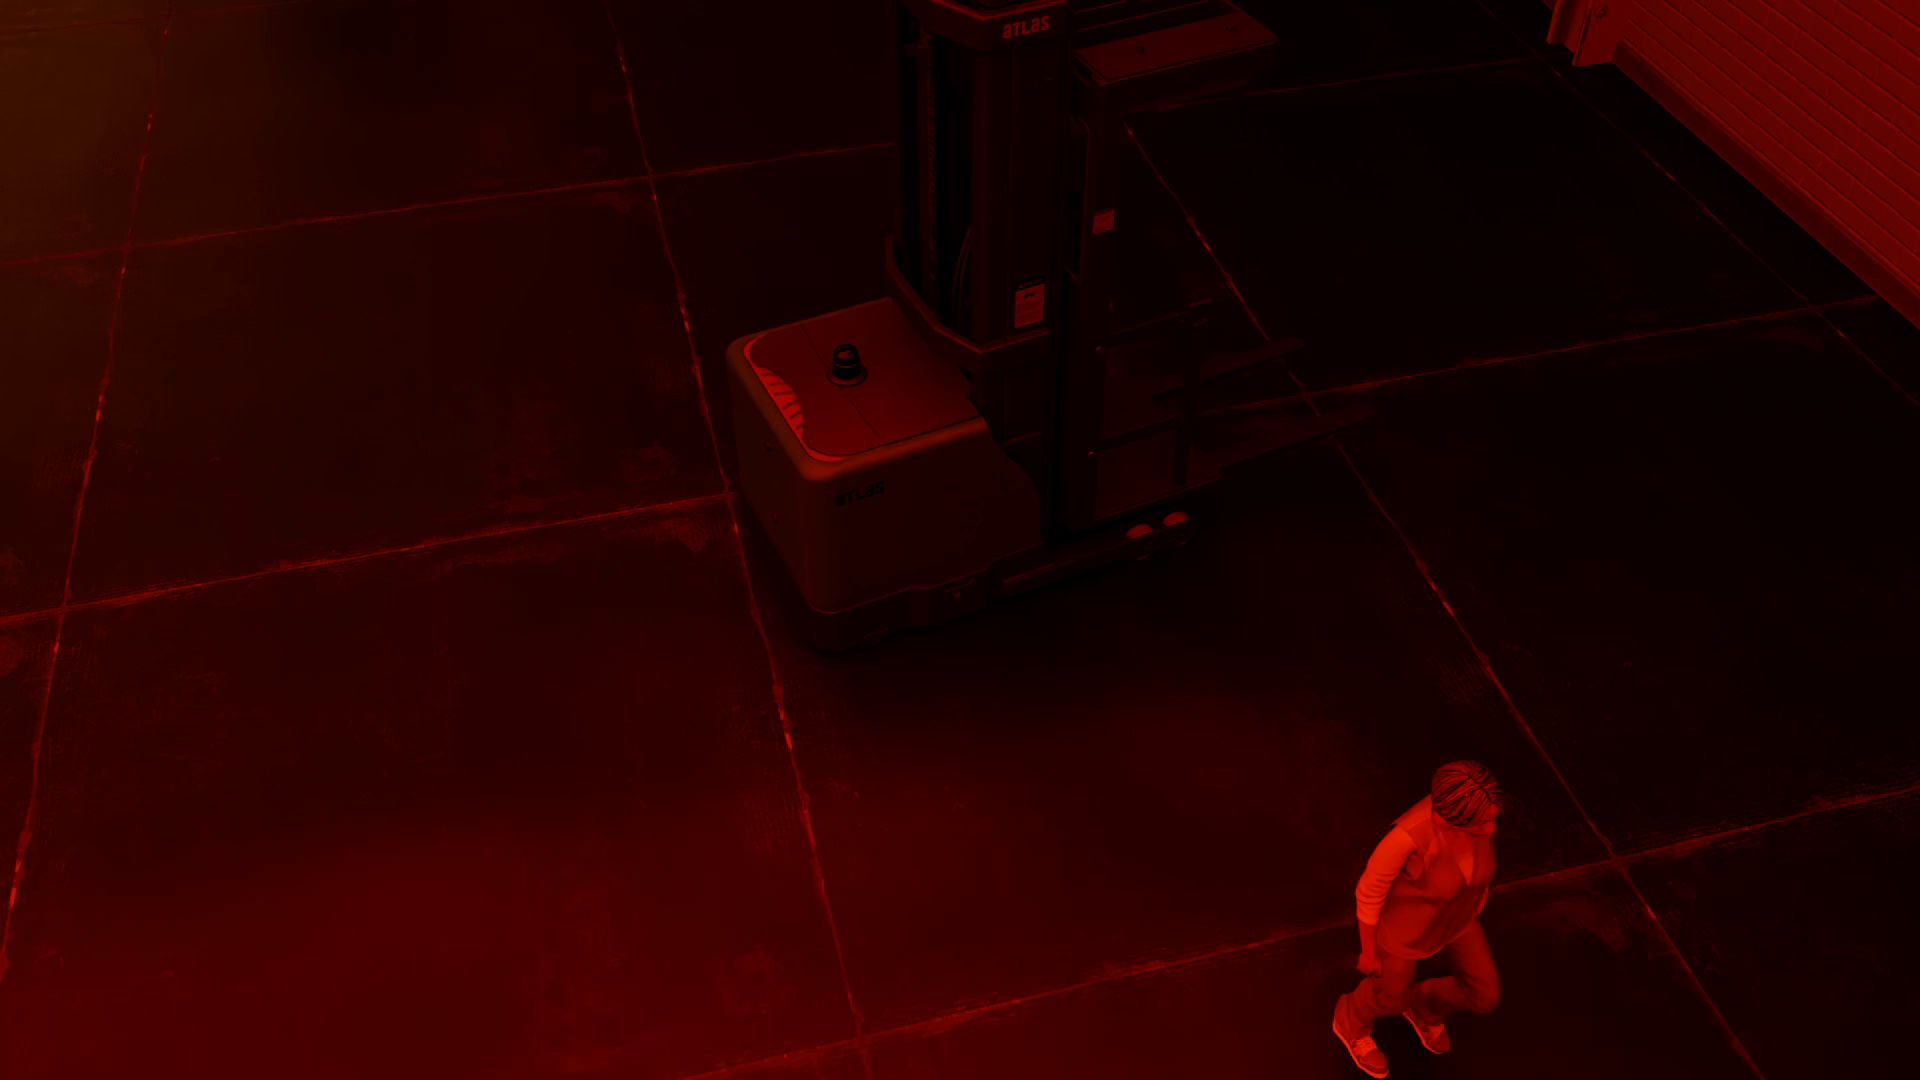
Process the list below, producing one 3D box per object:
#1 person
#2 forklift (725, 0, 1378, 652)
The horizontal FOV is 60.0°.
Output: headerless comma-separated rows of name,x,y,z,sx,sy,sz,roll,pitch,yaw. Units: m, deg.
person,1.502,1.249,5.315,0.519,1.584,0.447,-21,47,-21
forklift,0.535,-1.283,7.003,3.031,2.935,1.130,-18,46,-18
